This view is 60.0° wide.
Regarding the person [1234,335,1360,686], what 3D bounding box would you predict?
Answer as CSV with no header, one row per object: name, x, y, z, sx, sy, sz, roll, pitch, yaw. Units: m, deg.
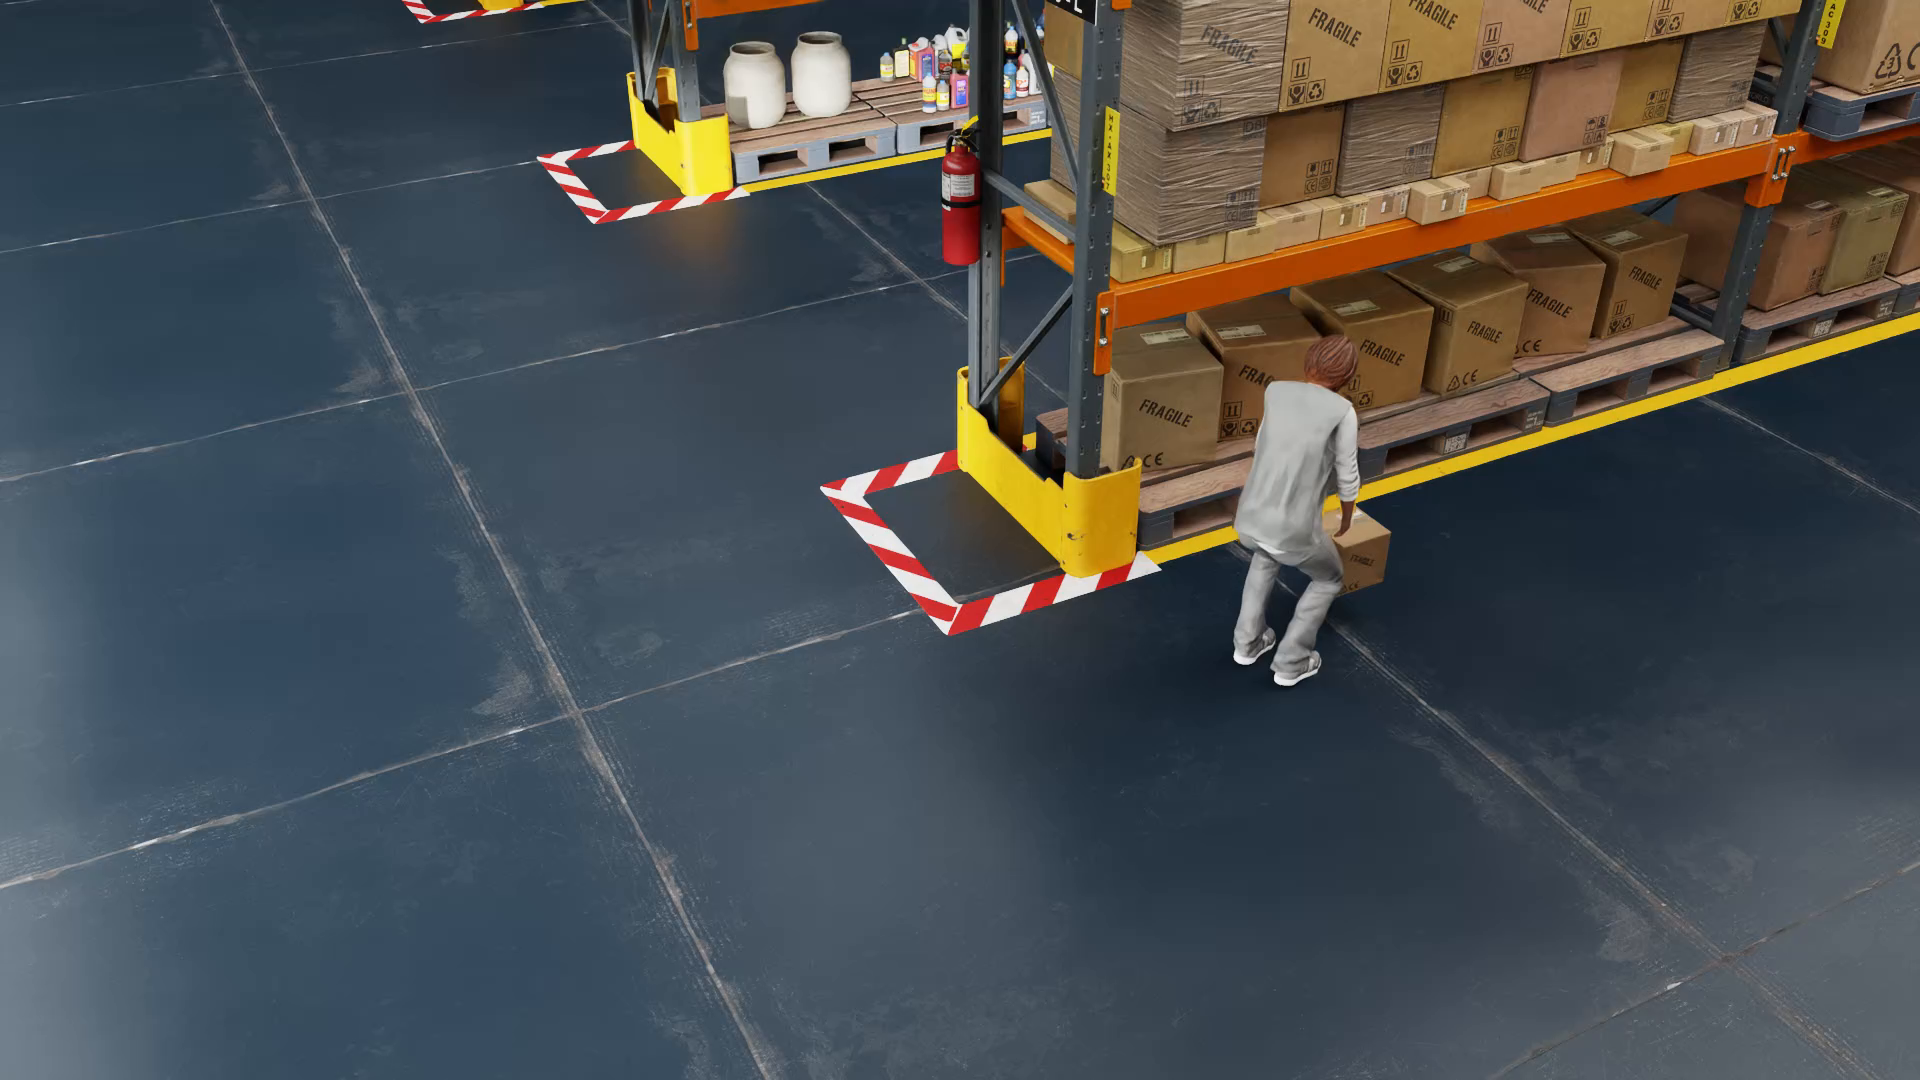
person,1.290,-0.095,6.495,0.459,1.385,0.581,28,42,35
